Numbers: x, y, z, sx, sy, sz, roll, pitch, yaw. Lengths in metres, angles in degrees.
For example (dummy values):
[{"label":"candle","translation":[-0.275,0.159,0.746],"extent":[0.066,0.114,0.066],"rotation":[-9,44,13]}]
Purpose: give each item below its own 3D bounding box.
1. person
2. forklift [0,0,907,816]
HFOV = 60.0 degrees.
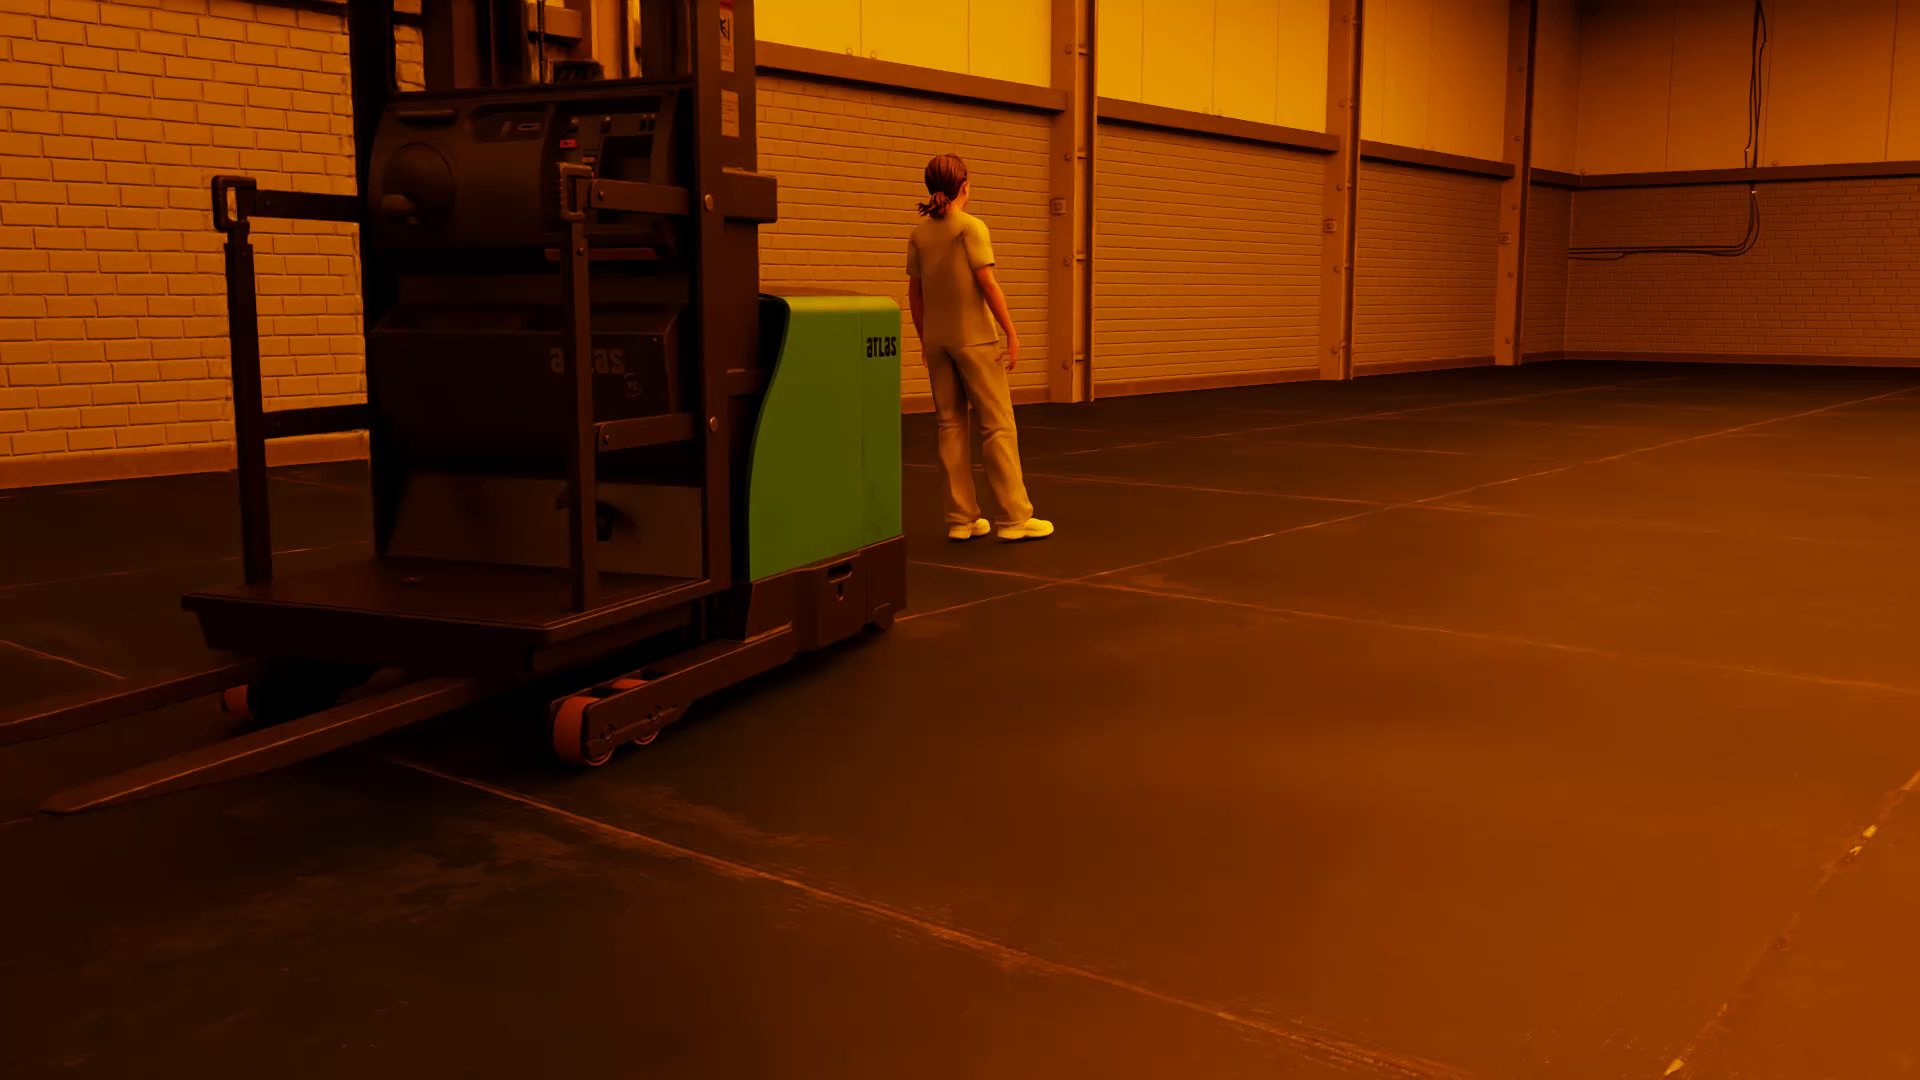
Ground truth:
[{"label":"person","translation":[0.057,-0.839,7.331],"extent":[0.549,1.665,0.549],"rotation":[7,11,38]},{"label":"forklift","translation":[-1.213,-0.996,4.092],"extent":[1.130,2.935,3.031],"rotation":[3,9,23]}]
